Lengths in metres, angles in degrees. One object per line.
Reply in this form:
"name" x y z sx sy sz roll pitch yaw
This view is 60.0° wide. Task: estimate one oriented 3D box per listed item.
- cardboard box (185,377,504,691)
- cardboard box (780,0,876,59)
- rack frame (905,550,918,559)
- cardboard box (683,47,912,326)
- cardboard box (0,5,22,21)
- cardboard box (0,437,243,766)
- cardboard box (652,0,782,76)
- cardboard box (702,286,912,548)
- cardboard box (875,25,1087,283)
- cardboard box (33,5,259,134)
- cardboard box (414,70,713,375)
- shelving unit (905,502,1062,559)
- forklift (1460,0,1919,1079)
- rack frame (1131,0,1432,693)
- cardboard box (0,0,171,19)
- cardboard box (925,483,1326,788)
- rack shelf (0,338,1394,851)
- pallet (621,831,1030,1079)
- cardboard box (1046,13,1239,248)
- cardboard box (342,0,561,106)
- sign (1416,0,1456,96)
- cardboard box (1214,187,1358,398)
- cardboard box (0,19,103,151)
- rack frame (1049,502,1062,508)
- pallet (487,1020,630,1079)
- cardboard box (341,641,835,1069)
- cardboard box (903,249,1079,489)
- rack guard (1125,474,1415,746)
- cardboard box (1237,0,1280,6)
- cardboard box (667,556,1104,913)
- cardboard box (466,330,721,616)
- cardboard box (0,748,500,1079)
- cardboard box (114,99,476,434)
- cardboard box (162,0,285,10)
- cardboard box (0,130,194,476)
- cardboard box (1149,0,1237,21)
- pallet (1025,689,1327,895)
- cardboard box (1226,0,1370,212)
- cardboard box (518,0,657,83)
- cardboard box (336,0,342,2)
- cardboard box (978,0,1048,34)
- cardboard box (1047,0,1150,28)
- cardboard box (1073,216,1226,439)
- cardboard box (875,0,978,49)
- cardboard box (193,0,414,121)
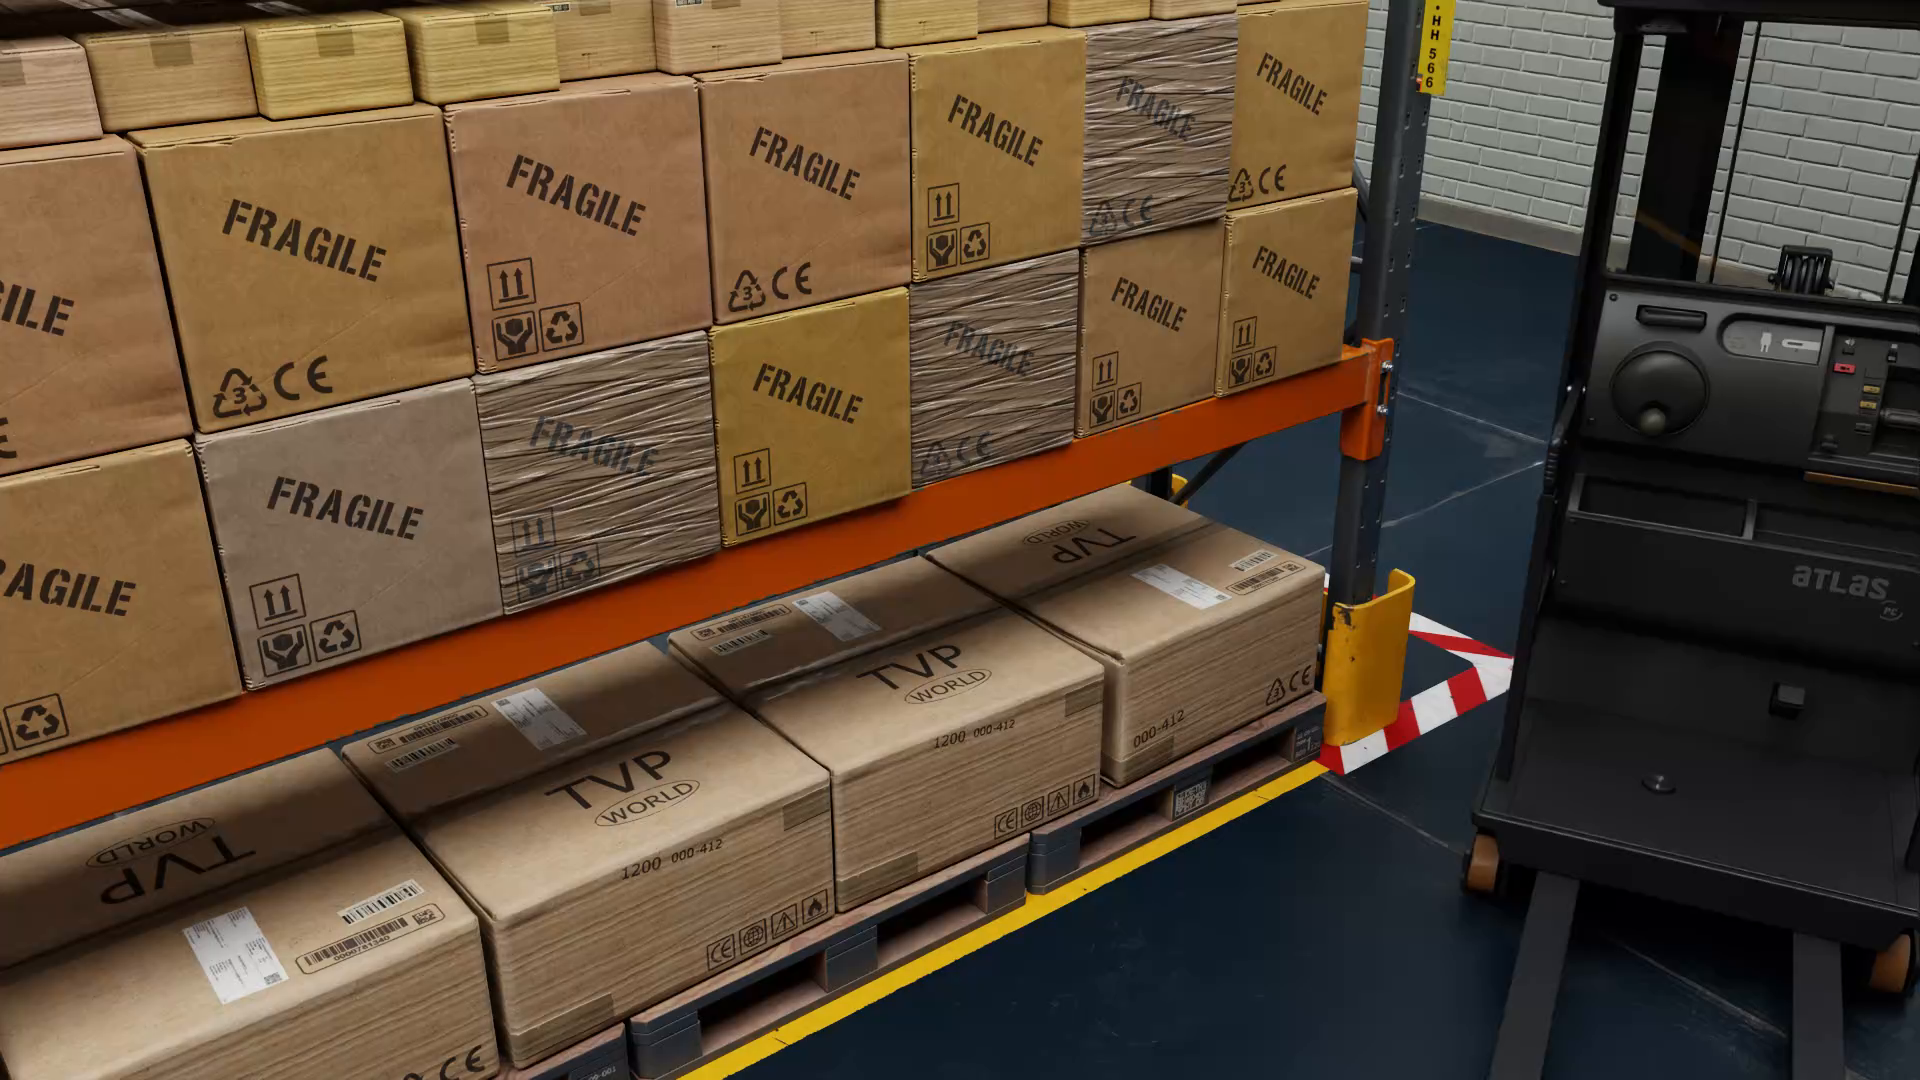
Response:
"cardboard box" -1.259 -0.091 3.265 0.500 0.500 0.500 -18 30 -34
"cardboard box" -0.388 -1.142 3.571 0.250 0.149 0.380 -17 30 -32
"rack frame" -0.293 -0.583 6.226 0.023 1.500 0.400 -18 31 -34
"cardboard box" -0.455 -0.812 3.631 0.500 0.500 0.500 -19 31 -34
"cardboard box" -1.868 -0.893 3.033 0.250 0.149 0.380 -17 30 -33
"cardboard box" -1.658 0.038 2.986 0.500 0.500 0.500 -17 30 -32
"cardboard box" -0.570 -1.060 3.394 0.250 0.149 0.380 -18 30 -34
"cardboard box" -0.459 -0.352 3.827 0.500 0.500 0.500 -17 30 -33
"cardboard box" -0.058 -0.942 3.911 0.500 0.500 0.500 -18 31 -34
"cardboard box" -1.413 -0.823 2.883 0.250 0.149 0.380 -19 31 -35
"cardboard box" -0.853 -0.682 3.350 0.500 0.500 0.500 -18 30 -33
"shelving unit" -0.005 -0.679 6.431 0.755 1.500 0.431 -18 31 -34
"forklift" 2.033 -0.377 4.080 1.130 2.935 3.031 11 27 22
"rack frame" 0.959 -0.920 5.170 0.127 3.000 1.000 -18 31 -34
"cardboard box" -1.666 -0.954 3.165 0.250 0.149 0.380 -18 31 -34
"cardboard box" 0.501 0.256 5.180 0.875 0.438 0.875 -19 31 -36
"rack shelf" -0.615 -0.075 4.202 4.000 0.370 1.077 -18 31 -34
"pallet" -0.581 0.893 4.575 1.213 0.211 1.003 -18 31 -34
"cardboard box" 0.333 -1.070 4.185 0.500 0.500 0.500 -18 30 -34
"cardboard box" -0.953 -0.927 3.106 0.250 0.149 0.380 -19 31 -35
"sign" 1.283 -1.370 4.482 0.005 0.325 0.100 -18 31 -34
"cardboard box" 0.743 -0.753 4.690 0.500 0.500 0.500 -18 30 -34
"cardboard box" -1.588 -0.742 2.710 0.250 0.149 0.380 -18 30 -33
"rack frame" 0.283 -0.774 6.635 0.023 1.500 0.400 -18 31 -34
"pallet" -1.542 1.212 3.888 1.213 0.211 1.003 -18 31 -34
"cardboard box" -0.924 0.730 4.159 0.875 0.438 0.875 -19 31 -35
"cardboard box" -0.060 -0.491 4.125 0.500 0.500 0.500 -17 30 -33
"rack guard" 0.978 0.207 5.710 0.348 0.500 1.175 -18 31 -34
"cardboard box" 0.615 -1.480 4.299 0.250 0.149 0.380 -18 30 -33
"cardboard box" -0.214 0.496 4.662 0.875 0.438 0.875 -17 30 -33
"cardboard box" -0.864 -0.218 3.539 0.500 0.500 0.500 -18 30 -34
"cardboard box" -1.628 0.963 3.657 0.875 0.438 0.875 -19 31 -35
"cardboard box" -1.263 -0.553 3.072 0.500 0.500 0.500 -19 31 -35
"cardboard box" -1.478 -1.026 3.320 0.250 0.149 0.380 -19 31 -34
"cardboard box" -1.664 -0.424 2.793 0.500 0.500 0.500 -18 30 -34
"cardboard box" 0.464 -1.385 4.095 0.250 0.149 0.380 -19 31 -35
"pallet" 0.378 0.578 5.254 1.213 0.211 1.003 -18 31 -34
"cardboard box" 0.727 -1.215 4.499 0.500 0.500 0.500 -17 30 -32
"cardboard box" -0.806 -1.019 3.305 0.250 0.149 0.380 -18 31 -34
"cardboard box" -1.303 -1.103 3.486 0.250 0.149 0.380 -19 31 -34
"cardboard box" -0.009 -1.289 3.887 0.250 0.149 0.380 -19 31 -34
"cardboard box" 0.240 -1.333 3.983 0.250 0.149 0.380 -17 30 -33
"cardboard box" 0.339 -0.627 4.420 0.500 0.500 0.500 -19 31 -35
"cardboard box" -0.170 -1.204 3.705 0.250 0.149 0.380 -17 30 -33
"cardboard box" -1.180 -0.867 2.978 0.250 0.149 0.380 -19 31 -34
